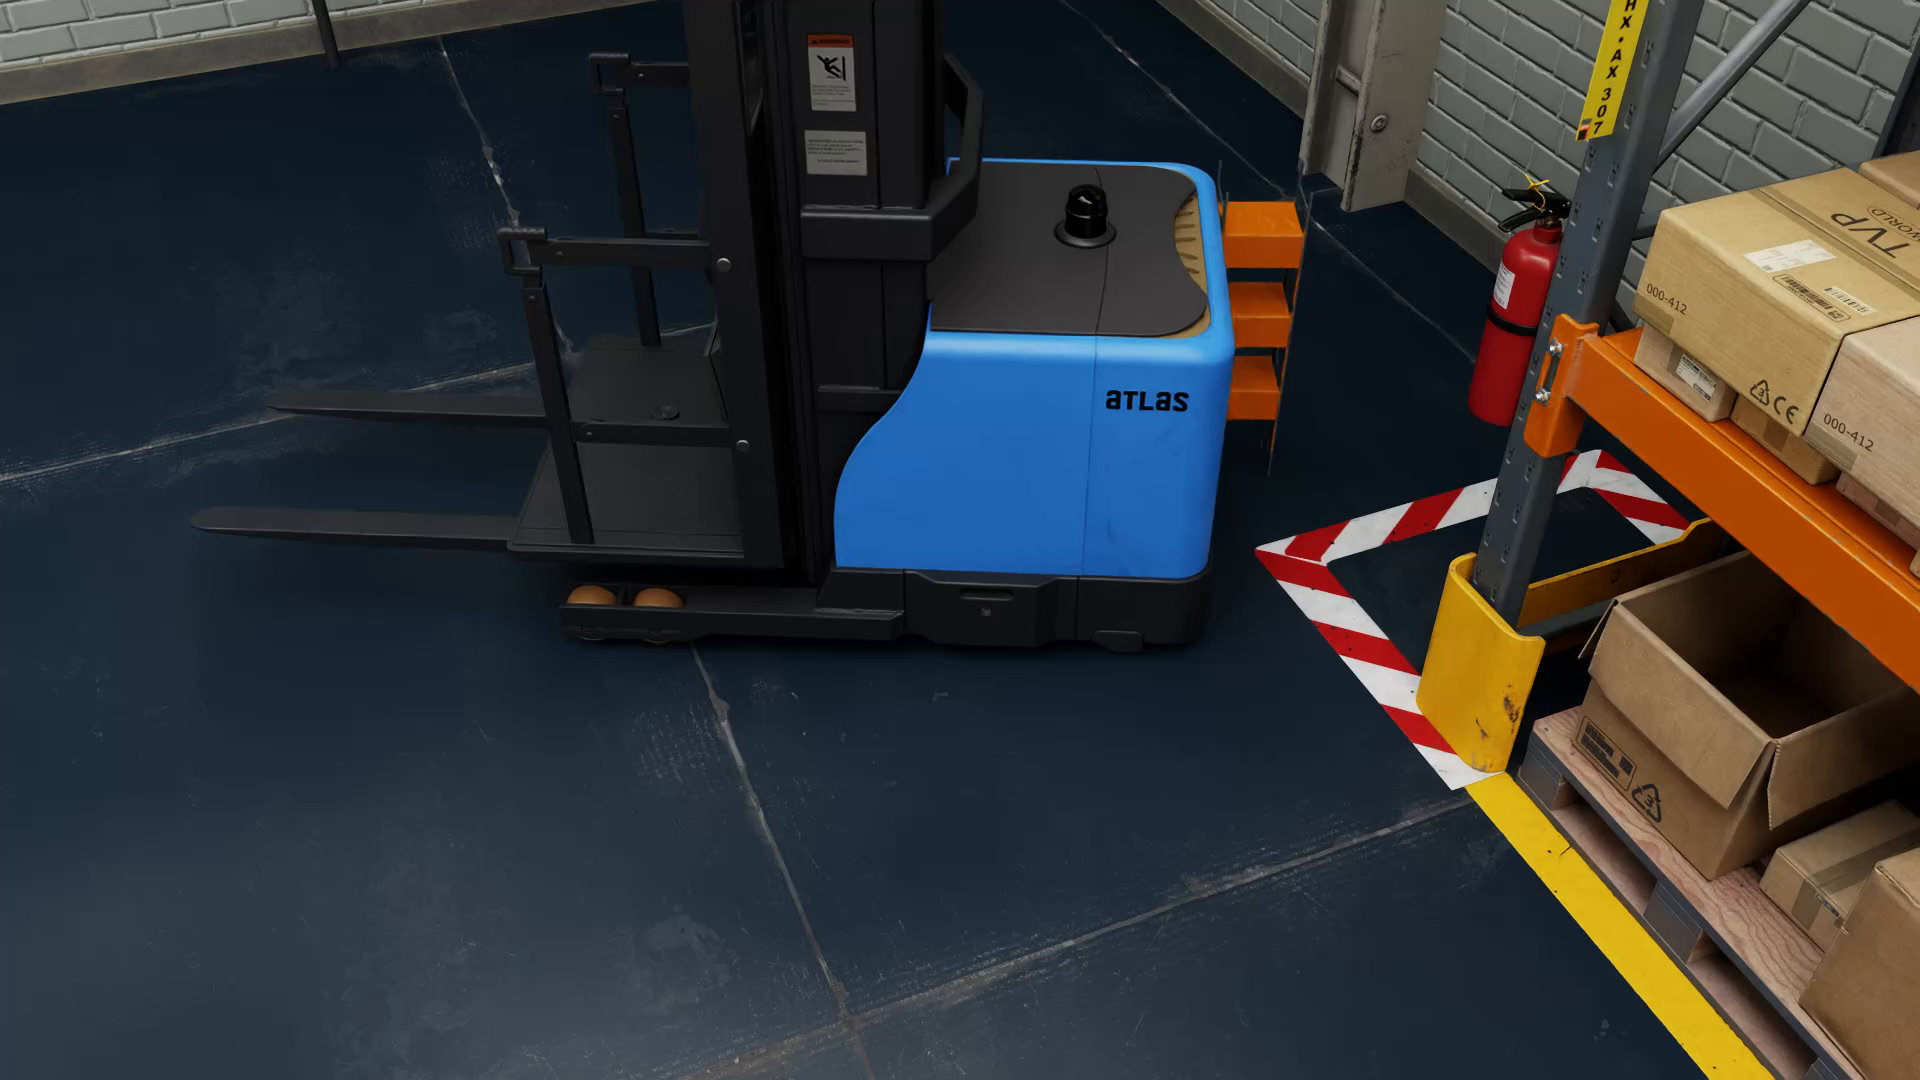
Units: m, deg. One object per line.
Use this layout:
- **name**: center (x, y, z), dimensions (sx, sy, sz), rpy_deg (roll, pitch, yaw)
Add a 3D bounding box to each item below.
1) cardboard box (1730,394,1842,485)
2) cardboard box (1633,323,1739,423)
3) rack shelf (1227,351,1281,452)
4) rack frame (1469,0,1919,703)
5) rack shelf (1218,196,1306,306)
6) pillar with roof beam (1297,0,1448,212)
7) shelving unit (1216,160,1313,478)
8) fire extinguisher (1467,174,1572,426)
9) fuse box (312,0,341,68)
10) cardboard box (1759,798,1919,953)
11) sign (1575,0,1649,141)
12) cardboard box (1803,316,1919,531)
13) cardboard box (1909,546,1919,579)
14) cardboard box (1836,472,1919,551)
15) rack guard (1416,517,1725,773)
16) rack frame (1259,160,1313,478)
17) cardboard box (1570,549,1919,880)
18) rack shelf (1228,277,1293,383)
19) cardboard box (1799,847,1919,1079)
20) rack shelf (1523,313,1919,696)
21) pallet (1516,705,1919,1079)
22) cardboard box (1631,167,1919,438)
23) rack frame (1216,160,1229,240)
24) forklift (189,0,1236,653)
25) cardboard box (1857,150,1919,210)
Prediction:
- **cardboard box**: center (1.861, -0.283, 3.471), dimensions (0.380, 0.149, 0.250), rpy_deg (-14, 43, -16)
- **cardboard box**: center (1.721, -0.424, 3.636), dimensions (0.380, 0.149, 0.250), rpy_deg (-15, 43, -17)
- **rack shelf**: center (0.897, -0.451, 5.412), dimensions (0.240, 0.259, 0.215), rpy_deg (0, 41, 0)
- **rack frame**: center (1.849, -0.786, 3.863), dimensions (1.000, 3.000, 0.127), rpy_deg (-15, 43, -17)
- **rack shelf**: center (0.897, -0.877, 5.046), dimensions (0.240, 0.259, 0.215), rpy_deg (0, 41, 0)
- **pillar with roof beam**: center (-2.327, -3.836, 2.809), dimensions (9.100, 9.000, 0.400), rpy_deg (-15, 43, -17)
- **shelving unit**: center (0.897, -0.670, 5.224), dimensions (0.252, 1.050, 0.215), rpy_deg (0, 41, 0)
- **fire extinguisher**: center (1.366, -0.589, 3.979), dimensions (0.296, 0.674, 0.183), rpy_deg (-15, 43, -17)
- **fuse box**: center (-2.918, -2.884, 7.291), dimensions (0.539, 1.711, 0.414), rpy_deg (-15, 43, -17)
- **cardboard box**: center (2.122, 0.793, 3.891), dimensions (0.380, 0.149, 0.250), rpy_deg (-17, 43, -19)
- **sign**: center (1.348, -0.979, 3.424), dimensions (0.100, 0.325, 0.005), rpy_deg (-15, 43, -17)
- **cardboard box**: center (1.967, -0.198, 3.066), dimensions (0.500, 0.250, 0.500), rpy_deg (-15, 43, -16)
- **cardboard box**: center (2.034, 0.035, 3.102), dimensions (0.380, 0.149, 0.250), rpy_deg (-14, 43, -16)
- **cardboard box**: center (1.994, -0.133, 3.297), dimensions (0.380, 0.149, 0.250), rpy_deg (-16, 43, -17)
- **rack guard**: center (1.878, 0.208, 4.625), dimensions (1.175, 0.500, 0.348), rpy_deg (-15, 43, -17)
- **rack frame**: center (1.019, -0.669, 5.223), dimensions (0.008, 1.050, 0.200), rpy_deg (0, 41, 0)
- **cardboard box**: center (1.995, 0.393, 4.085), dimensions (0.797, 0.503, 0.637), rpy_deg (-17, 43, -19)
- **rack shelf**: center (0.897, -0.662, 5.231), dimensions (0.240, 0.259, 0.215), rpy_deg (0, 41, 0)
- **cardboard box**: center (2.287, 0.919, 3.476), dimensions (0.700, 0.500, 0.500), rpy_deg (-13, 42, -15)
- **rack shelf**: center (2.614, 0.692, 2.697), dimensions (1.077, 0.370, 4.000), rpy_deg (-15, 43, -17)
- **pallet**: center (2.184, 0.797, 4.161), dimensions (1.003, 0.211, 1.213), rpy_deg (-15, 43, -17)
- **cardboard box**: center (1.774, -0.501, 3.419), dimensions (0.500, 0.250, 0.500), rpy_deg (-15, 43, -17)
- **rack frame**: center (0.775, -0.671, 5.225), dimensions (0.008, 1.050, 0.200), rpy_deg (0, 41, 0)
- **forklift**: center (-0.773, -1.150, 4.339), dimensions (3.031, 2.935, 1.130), rpy_deg (2, 41, 2)
- **cardboard box**: center (2.270, -0.631, 3.570), dimensions (0.500, 0.250, 0.500), rpy_deg (-14, 43, -16)
